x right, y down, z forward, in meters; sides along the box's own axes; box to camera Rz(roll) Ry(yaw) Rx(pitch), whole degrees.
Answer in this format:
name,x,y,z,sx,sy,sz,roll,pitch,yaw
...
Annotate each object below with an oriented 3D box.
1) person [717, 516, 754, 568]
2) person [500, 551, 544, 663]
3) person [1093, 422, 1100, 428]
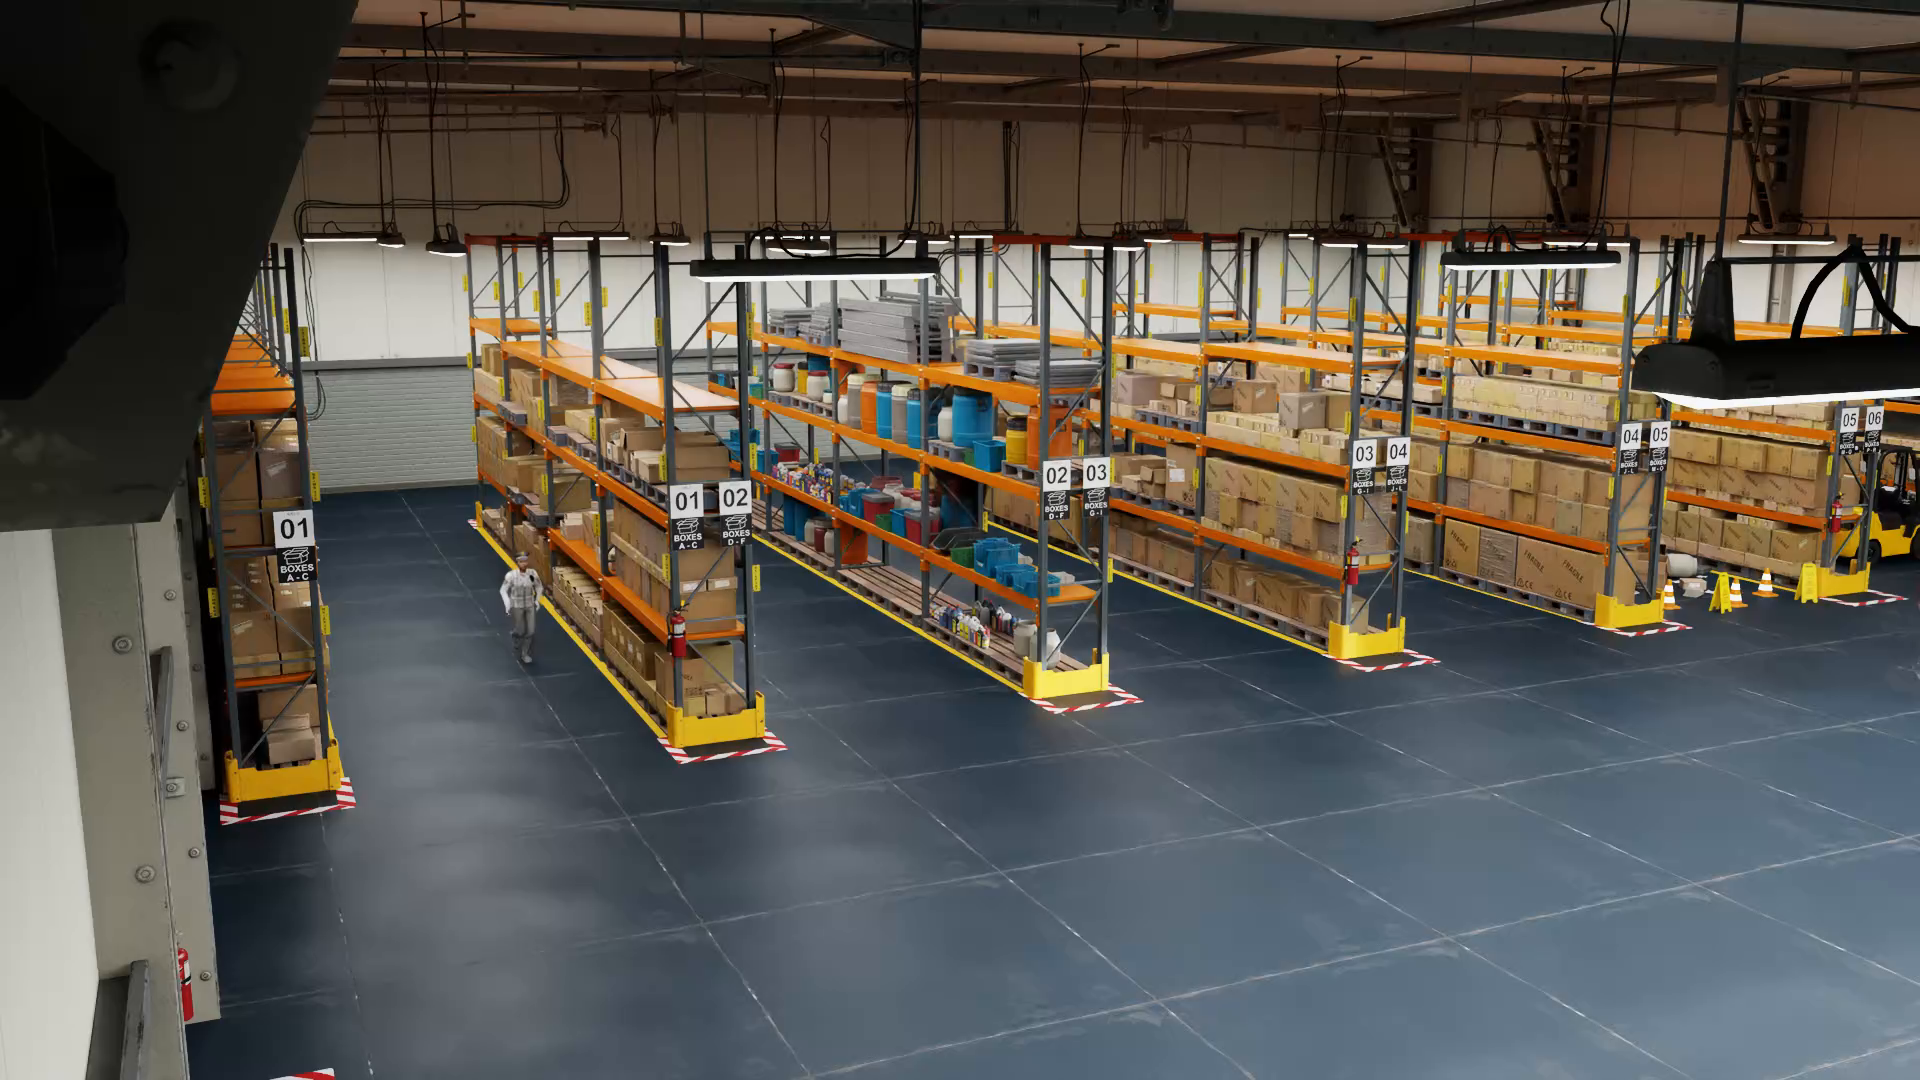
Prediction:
name,x,y,z,sx,sy,sz,roll,pitch,yaw
person,-3.864,-0.104,28.988,0.667,1.569,0.675,-7,13,-34
person,-6.306,0.946,23.992,0.605,1.644,0.581,-6,12,-27
person,3.127,-1.875,38.362,0.555,1.724,0.936,-4,12,-18
